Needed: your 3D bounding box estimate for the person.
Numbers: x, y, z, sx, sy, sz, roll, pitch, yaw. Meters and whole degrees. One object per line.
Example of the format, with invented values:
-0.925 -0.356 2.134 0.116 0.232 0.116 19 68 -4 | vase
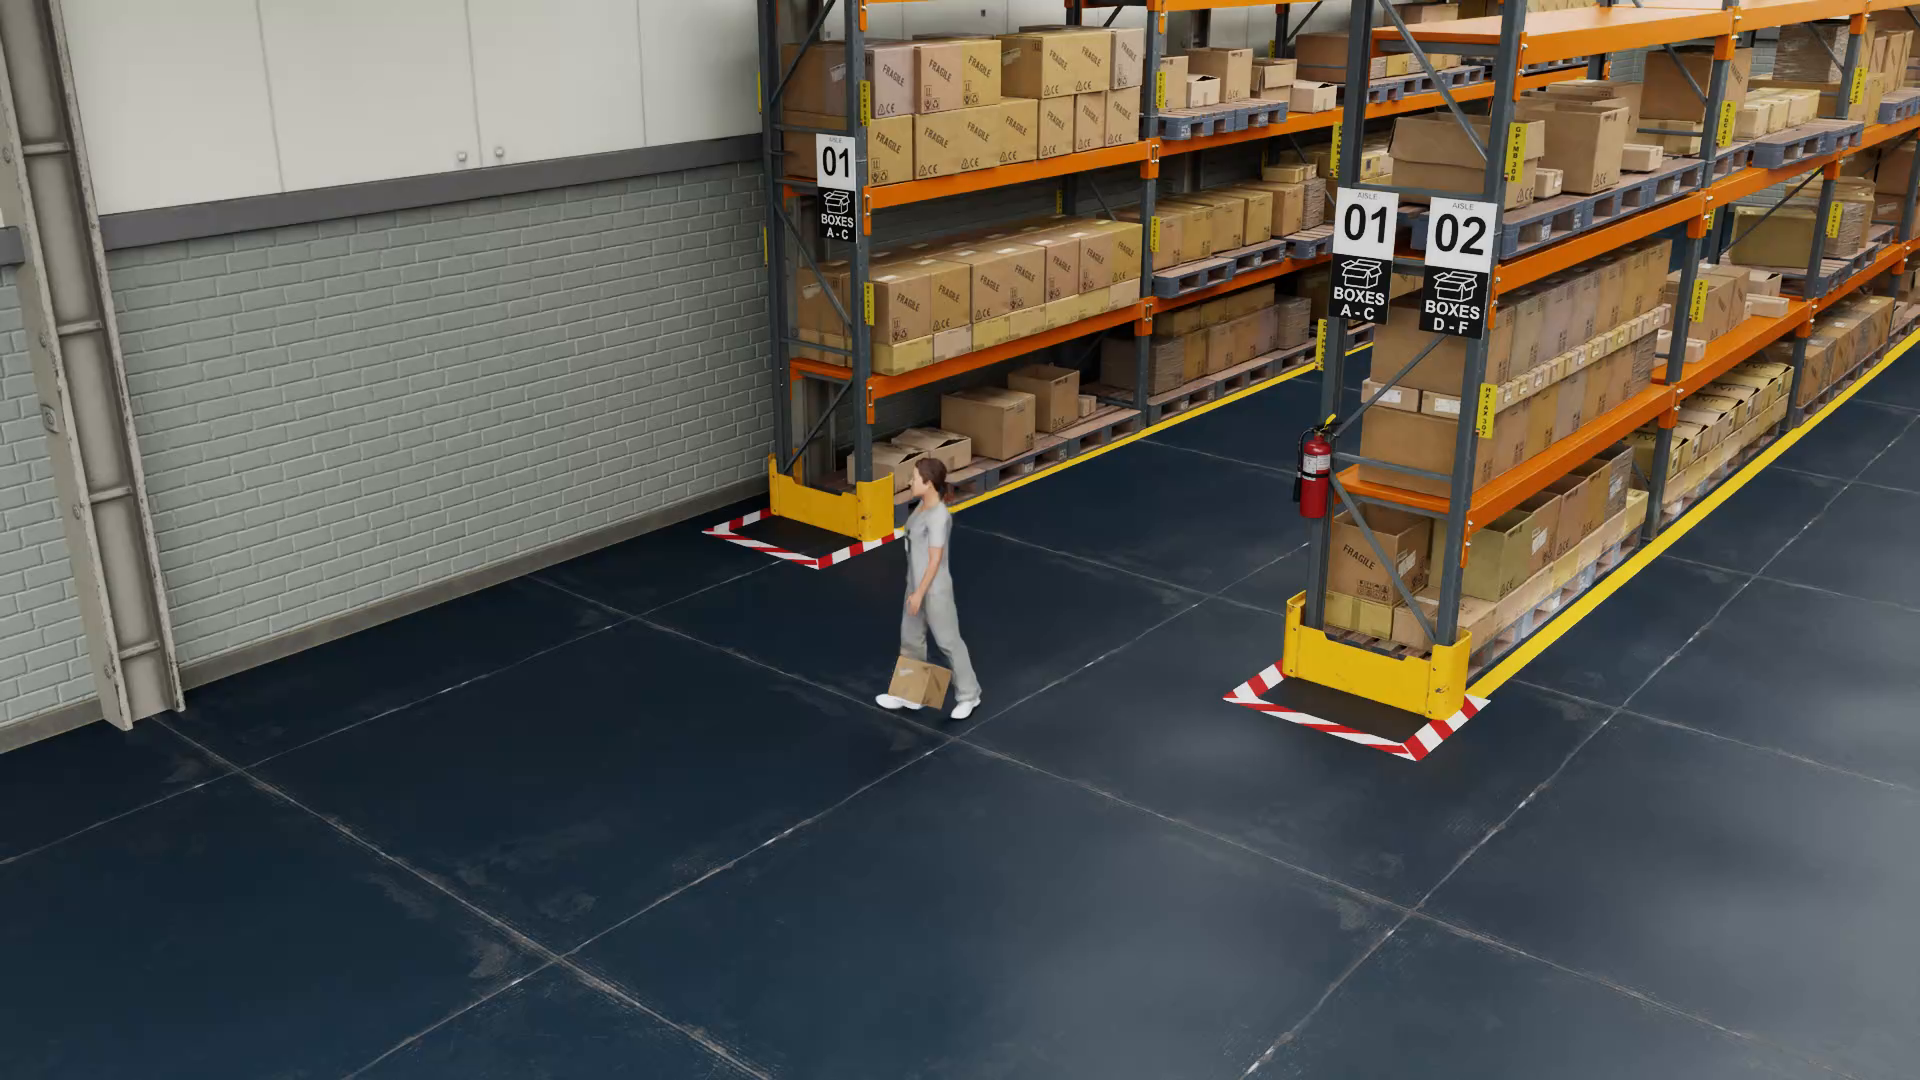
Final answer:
-0.193 0.287 10.311 0.643 1.666 0.541 -5 21 -14 | person
